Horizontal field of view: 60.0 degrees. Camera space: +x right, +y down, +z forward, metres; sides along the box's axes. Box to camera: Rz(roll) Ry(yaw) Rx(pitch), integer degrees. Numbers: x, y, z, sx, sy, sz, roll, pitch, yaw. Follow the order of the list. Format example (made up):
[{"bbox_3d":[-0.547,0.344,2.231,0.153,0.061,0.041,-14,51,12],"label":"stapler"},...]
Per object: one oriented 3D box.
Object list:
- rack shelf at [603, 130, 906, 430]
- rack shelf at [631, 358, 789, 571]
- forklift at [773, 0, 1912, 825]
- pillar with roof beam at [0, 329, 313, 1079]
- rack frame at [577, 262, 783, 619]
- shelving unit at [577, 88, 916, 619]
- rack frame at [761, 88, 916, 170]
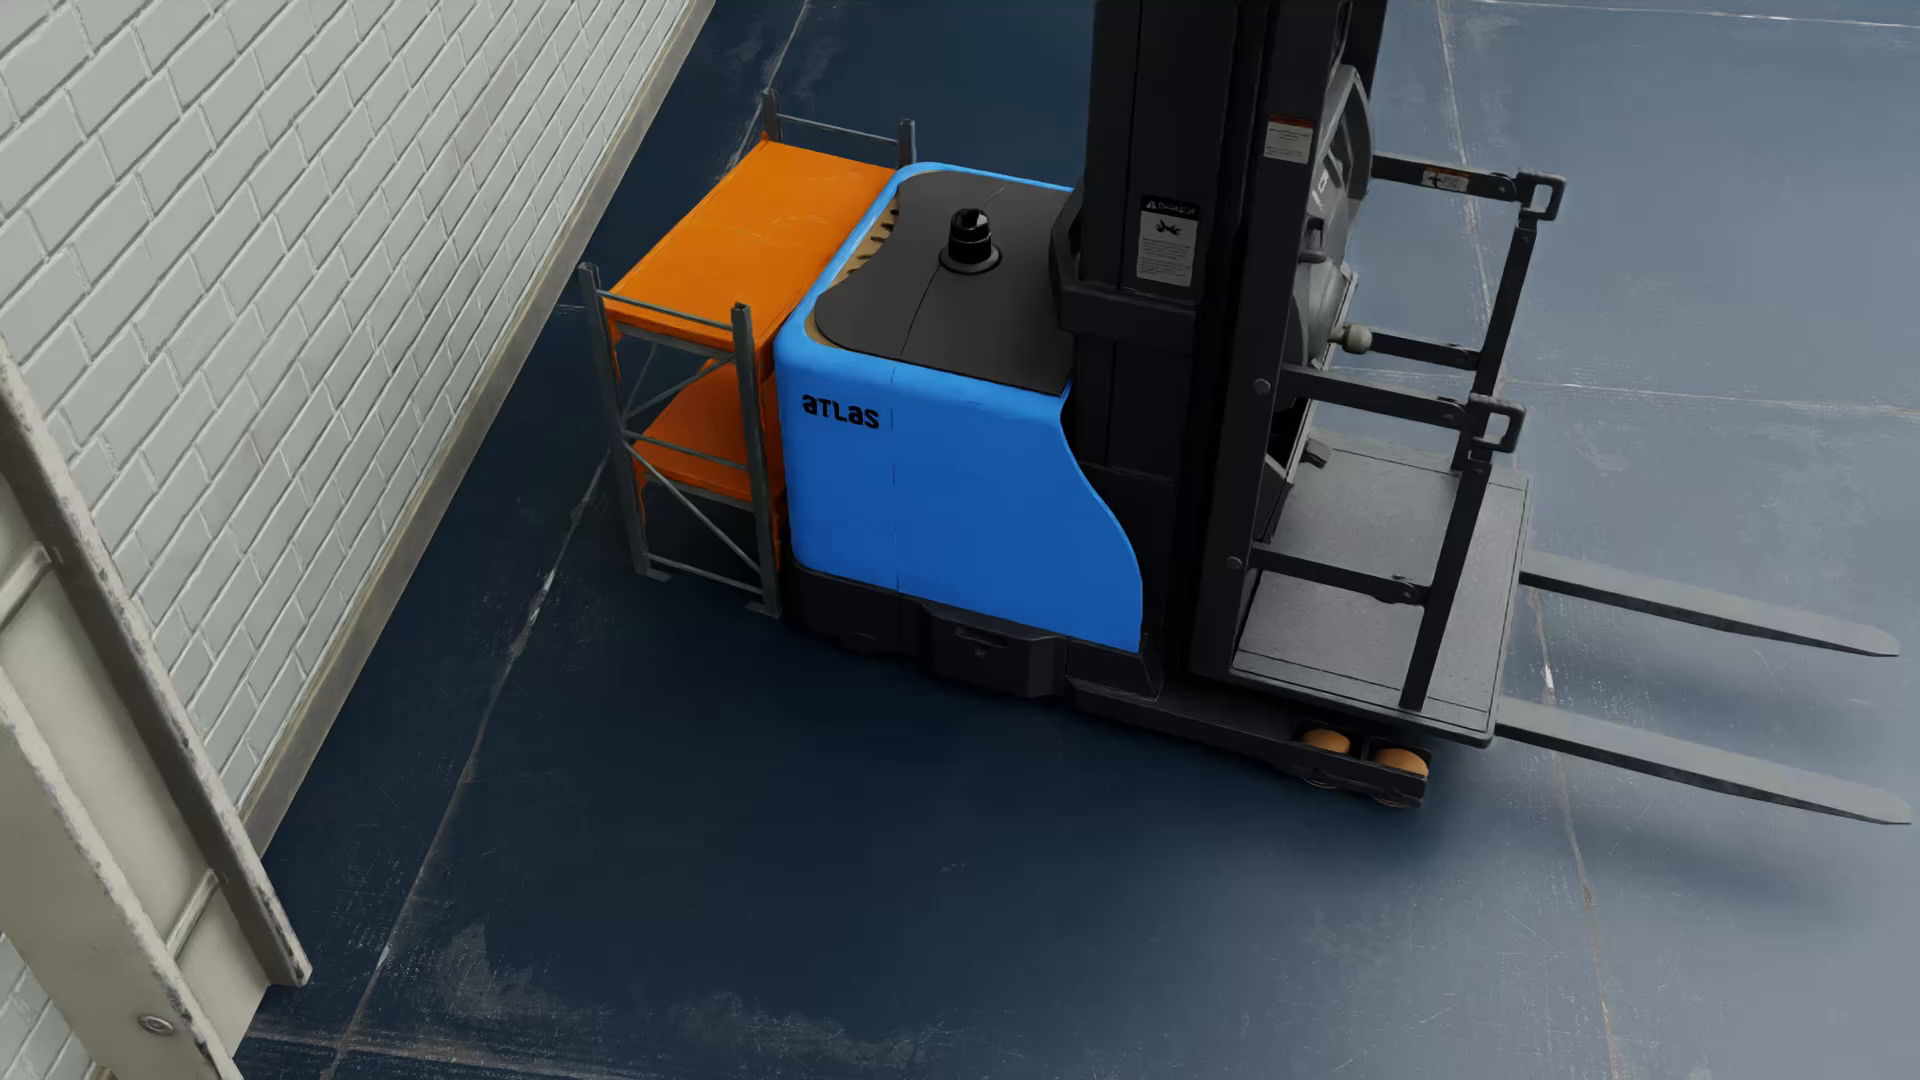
[{"bbox_3d":[-0.570,-0.783,4.833,0.538,0.278,1.000,17,46,17],"label":"rack shelf"},{"bbox_3d":[-0.570,-0.393,5.202,0.538,0.278,1.000,17,46,17],"label":"rack shelf"},{"bbox_3d":[1.076,-0.758,3.919,3.031,2.935,1.130,14,45,14],"label":"forklift"},{"bbox_3d":[2.484,-1.695,0.496,9.100,9.000,0.400,5,44,6],"label":"pillar with roof beam"},{"bbox_3d":[-0.771,-0.250,4.695,0.500,1.125,0.032,17,46,17],"label":"rack frame"},{"bbox_3d":[-0.570,-0.570,5.034,0.538,1.125,1.048,17,46,17],"label":"shelving unit"},{"bbox_3d":[-0.368,-0.891,5.373,0.500,1.125,0.032,17,46,17],"label":"rack frame"}]
